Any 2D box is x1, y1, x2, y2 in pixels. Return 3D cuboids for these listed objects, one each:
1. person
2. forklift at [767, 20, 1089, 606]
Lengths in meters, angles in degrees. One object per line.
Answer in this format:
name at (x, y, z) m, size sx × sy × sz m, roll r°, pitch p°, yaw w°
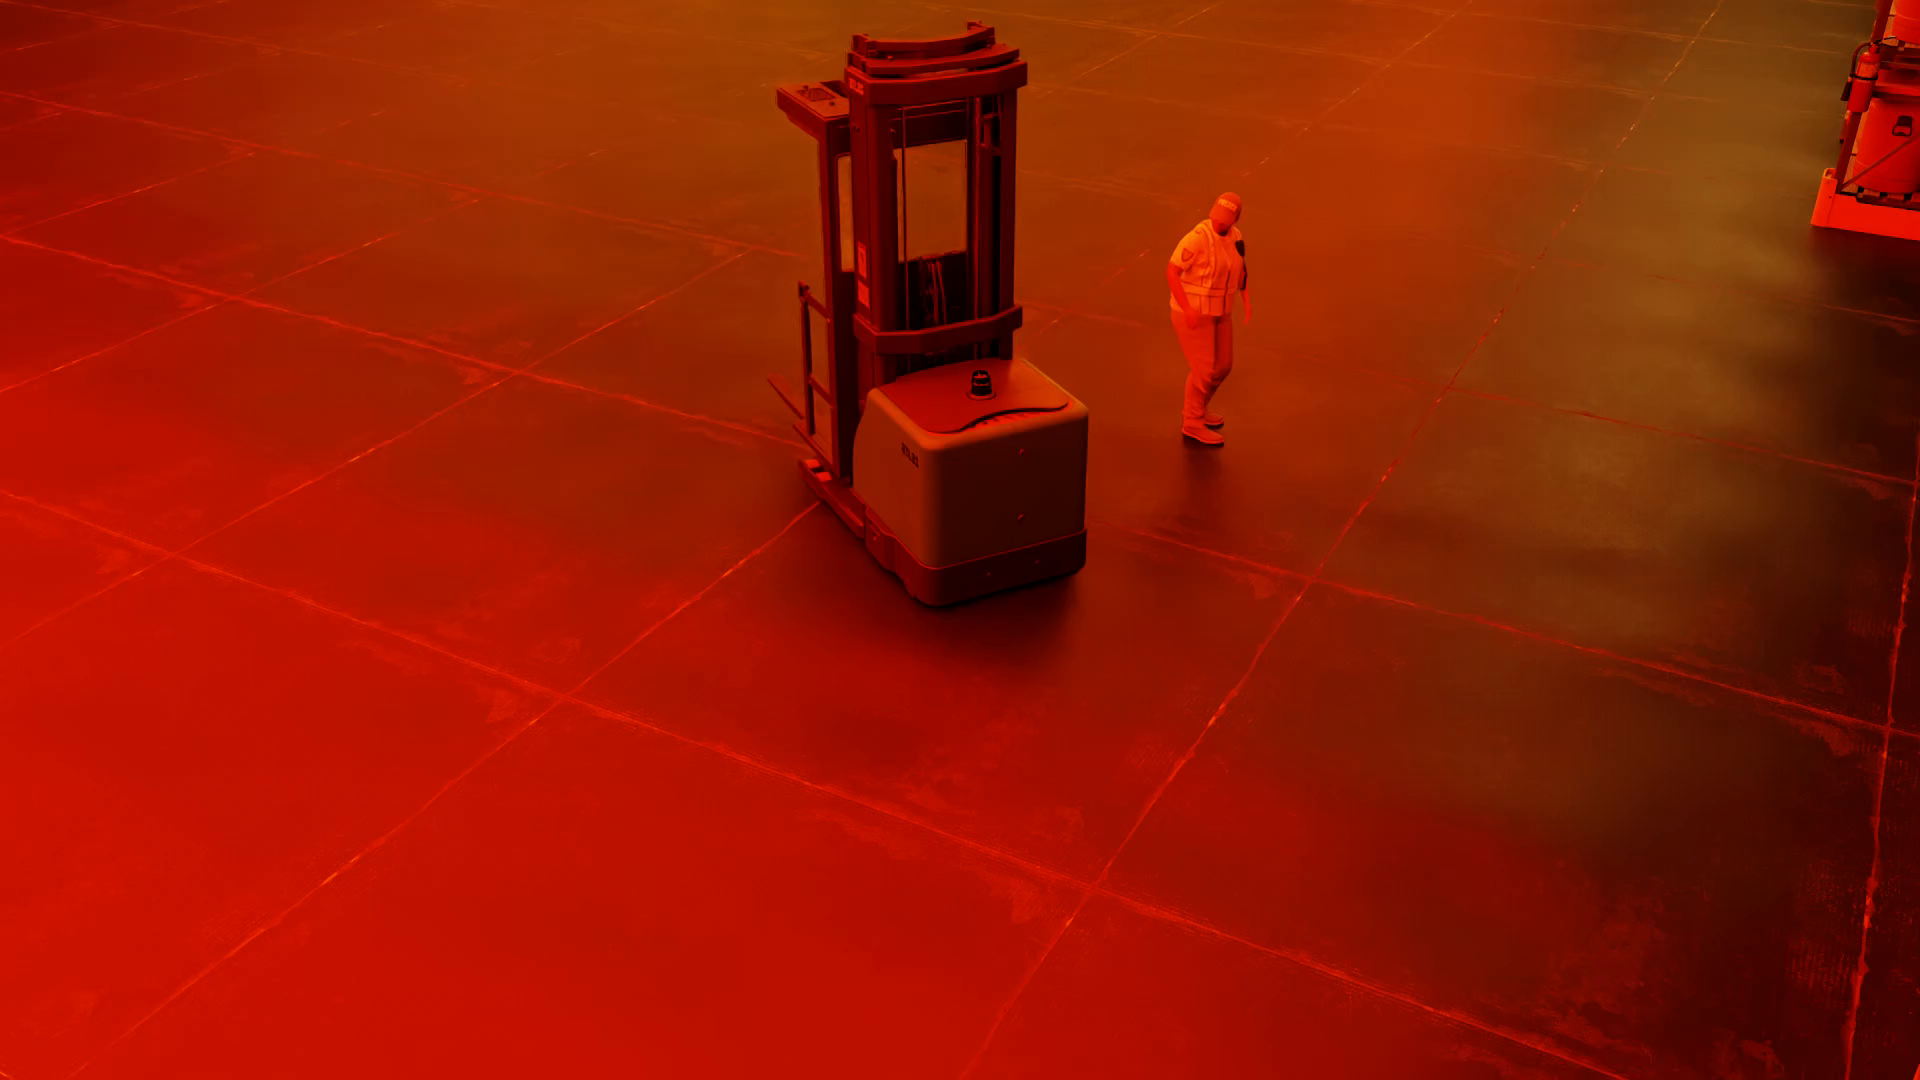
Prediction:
person at (1.683, -1.490, 10.954) m, size 0.512 × 1.641 × 0.673 m, roll 26°, pitch 39°, yaw 37°
forklift at (-0.375, -1.619, 9.876) m, size 1.130 × 2.935 × 3.031 m, roll -14°, pitch 33°, yaw -22°
